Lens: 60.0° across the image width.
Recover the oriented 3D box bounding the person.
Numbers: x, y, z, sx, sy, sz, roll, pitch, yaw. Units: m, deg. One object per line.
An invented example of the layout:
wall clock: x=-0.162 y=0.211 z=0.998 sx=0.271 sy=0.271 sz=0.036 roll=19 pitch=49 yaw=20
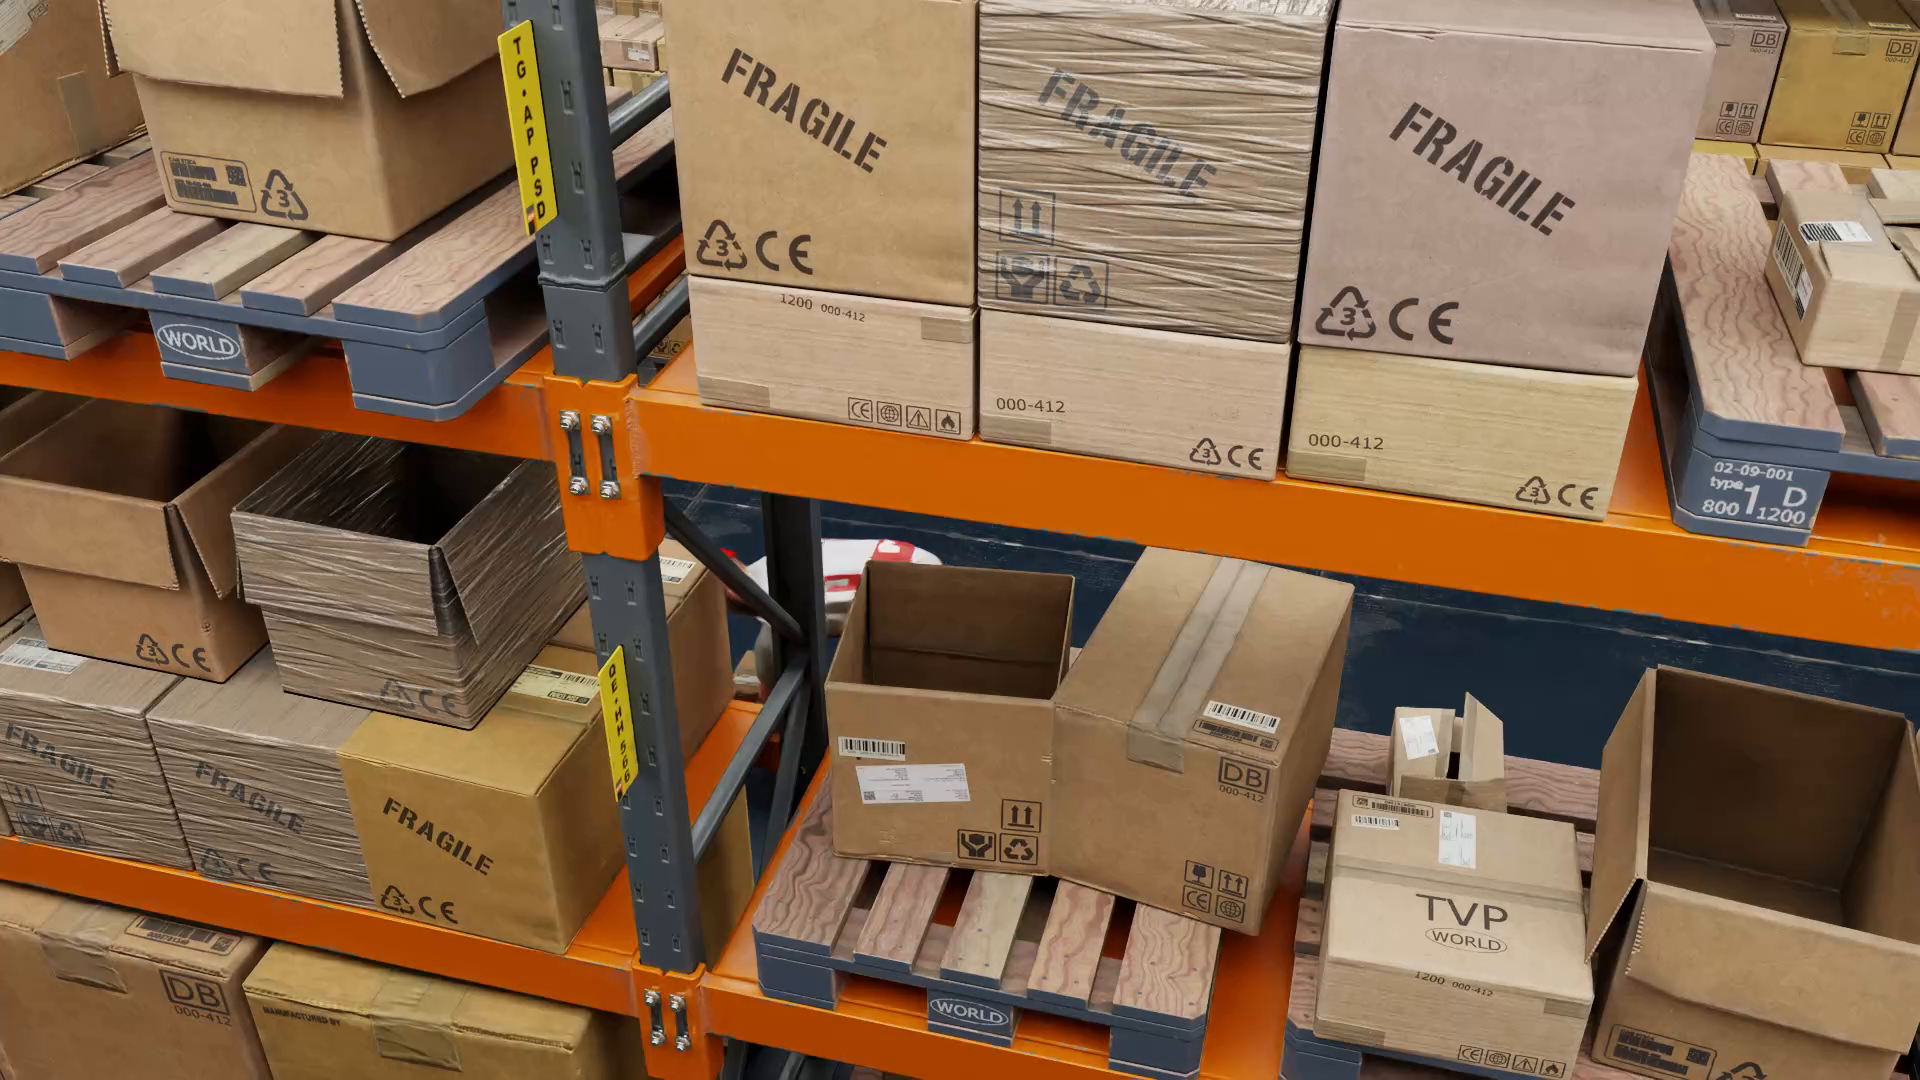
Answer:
person: x=-0.498 y=0.473 z=6.026 sx=0.965 sy=1.083 sz=0.499 roll=7 pitch=33 yaw=10
